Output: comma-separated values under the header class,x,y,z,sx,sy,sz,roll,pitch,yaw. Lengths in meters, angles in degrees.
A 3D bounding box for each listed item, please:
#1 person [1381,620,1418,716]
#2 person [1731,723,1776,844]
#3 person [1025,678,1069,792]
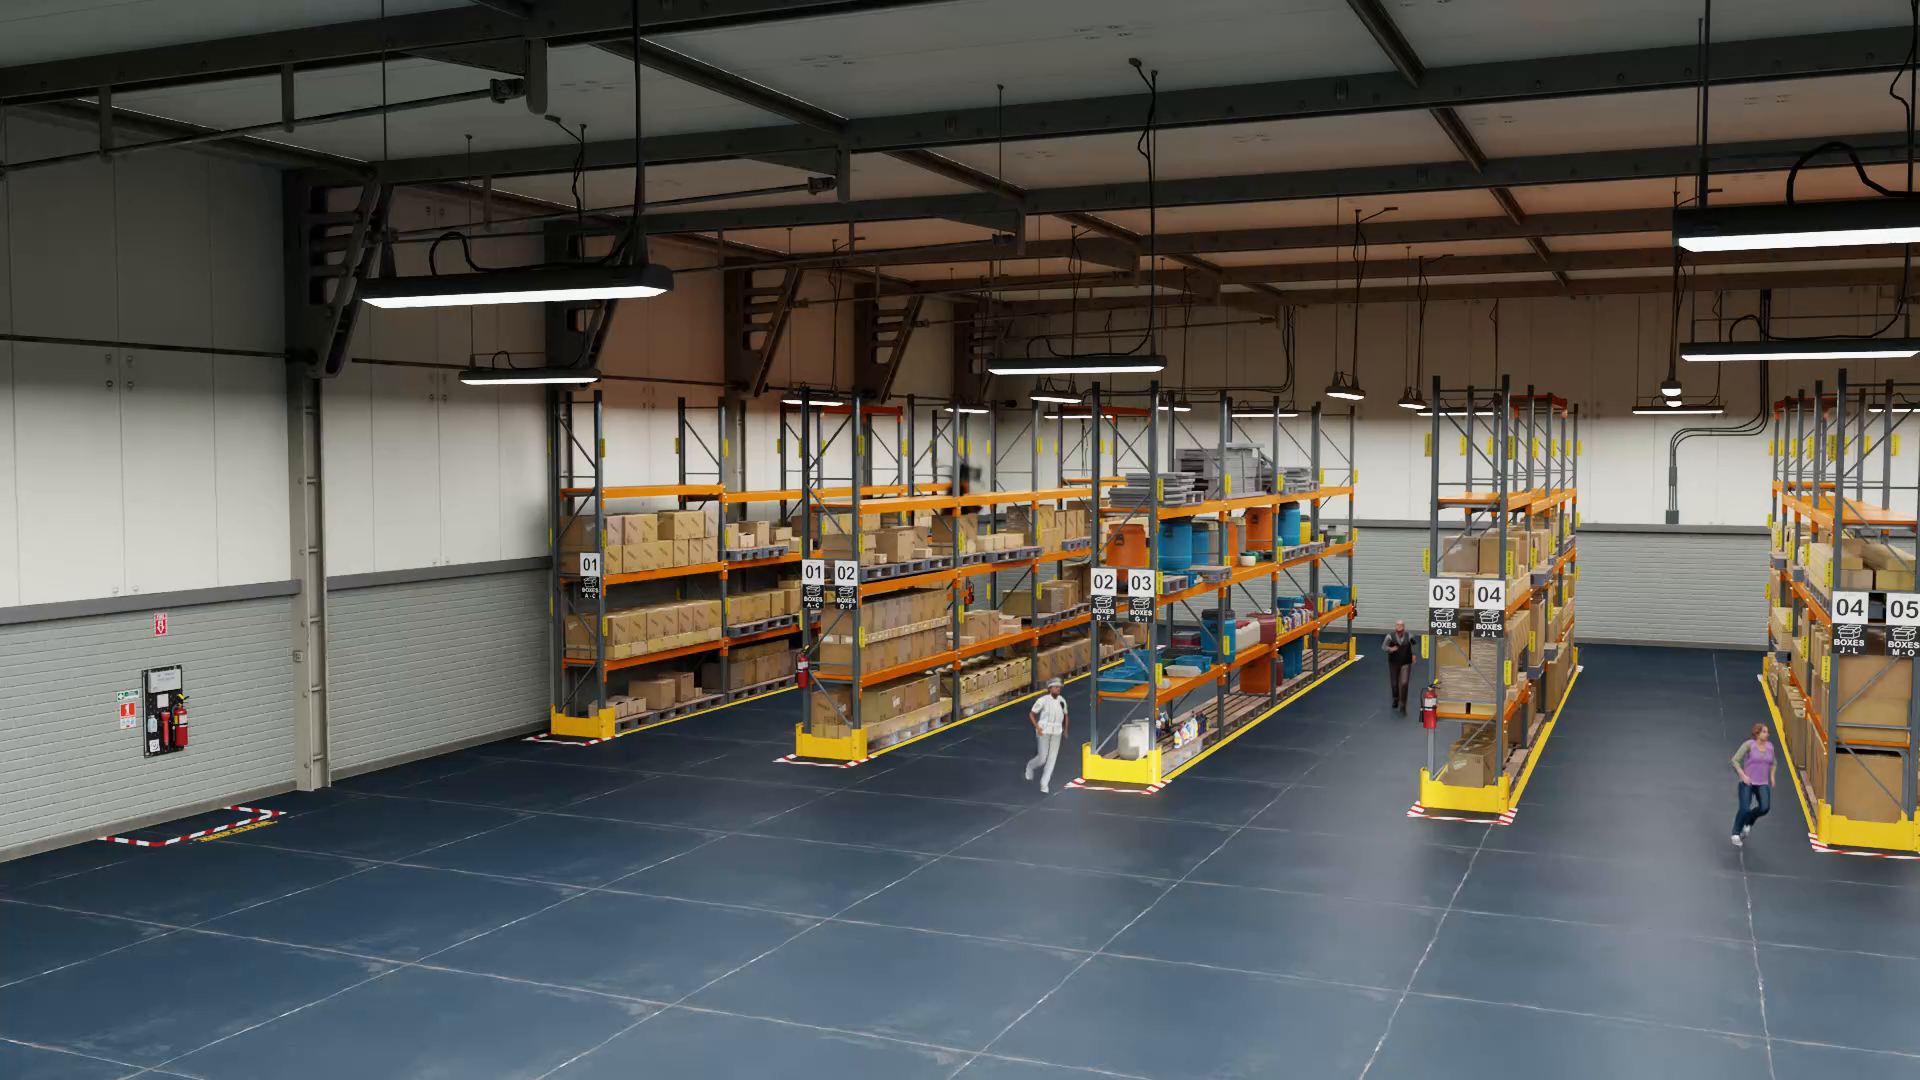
class,x,y,z,sx,sy,sz,roll,pitch,yaw
person,8.313,2.392,31.474,0.658,1.777,0.828,1,3,18
person,10.039,3.088,20.956,0.601,1.535,0.474,0,3,3
person,1.340,2.835,24.434,0.626,1.631,0.688,-1,3,-19
